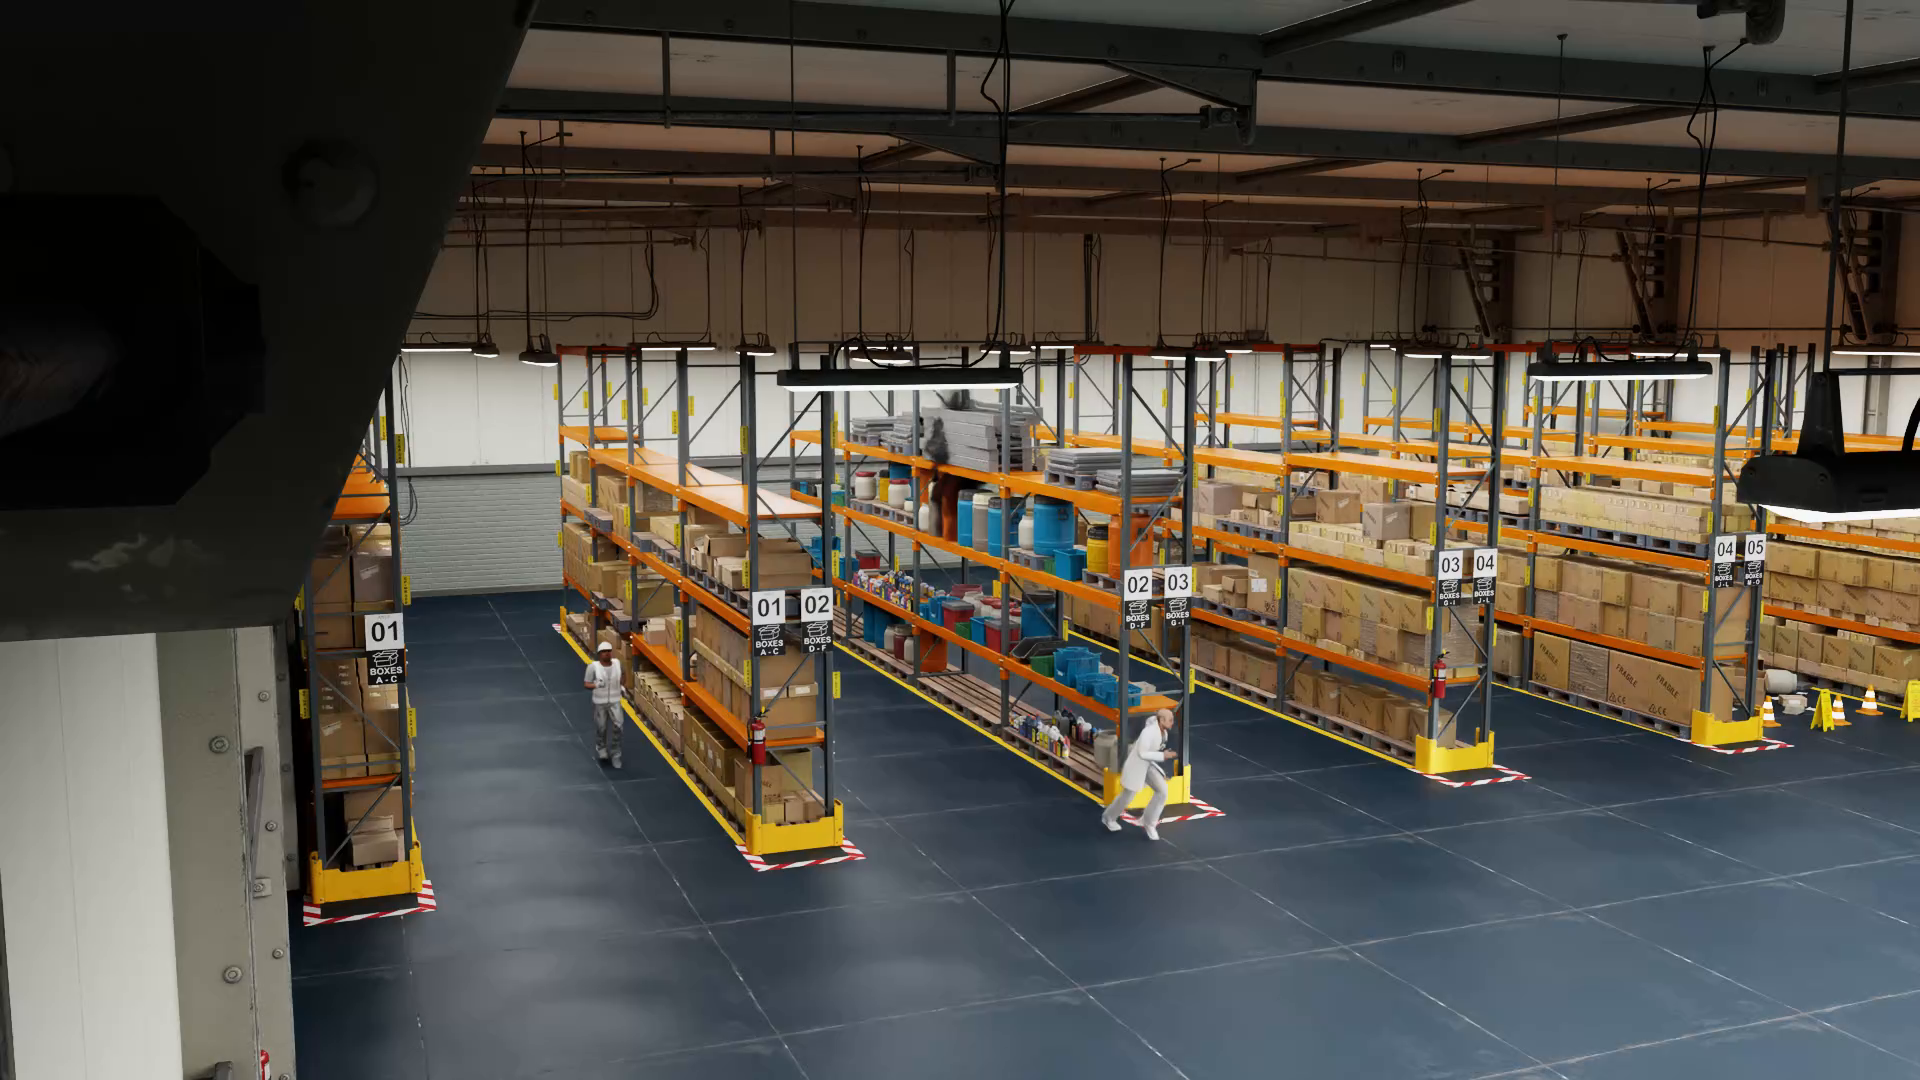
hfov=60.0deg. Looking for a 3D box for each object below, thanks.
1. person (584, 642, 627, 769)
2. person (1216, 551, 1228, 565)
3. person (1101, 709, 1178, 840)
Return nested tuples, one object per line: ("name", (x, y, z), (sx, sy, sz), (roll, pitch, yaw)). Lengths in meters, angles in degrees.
("person", (-5.114, 2.390, 24.124), (0.656, 1.841, 0.731), (-3, 8, -21))
("person", (6.623, 0.189, 41.890), (0.723, 1.654, 0.621), (-4, 8, -28))
("person", (2.255, 2.980, 20.766), (1.066, 1.559, 0.748), (4, 9, 32))
